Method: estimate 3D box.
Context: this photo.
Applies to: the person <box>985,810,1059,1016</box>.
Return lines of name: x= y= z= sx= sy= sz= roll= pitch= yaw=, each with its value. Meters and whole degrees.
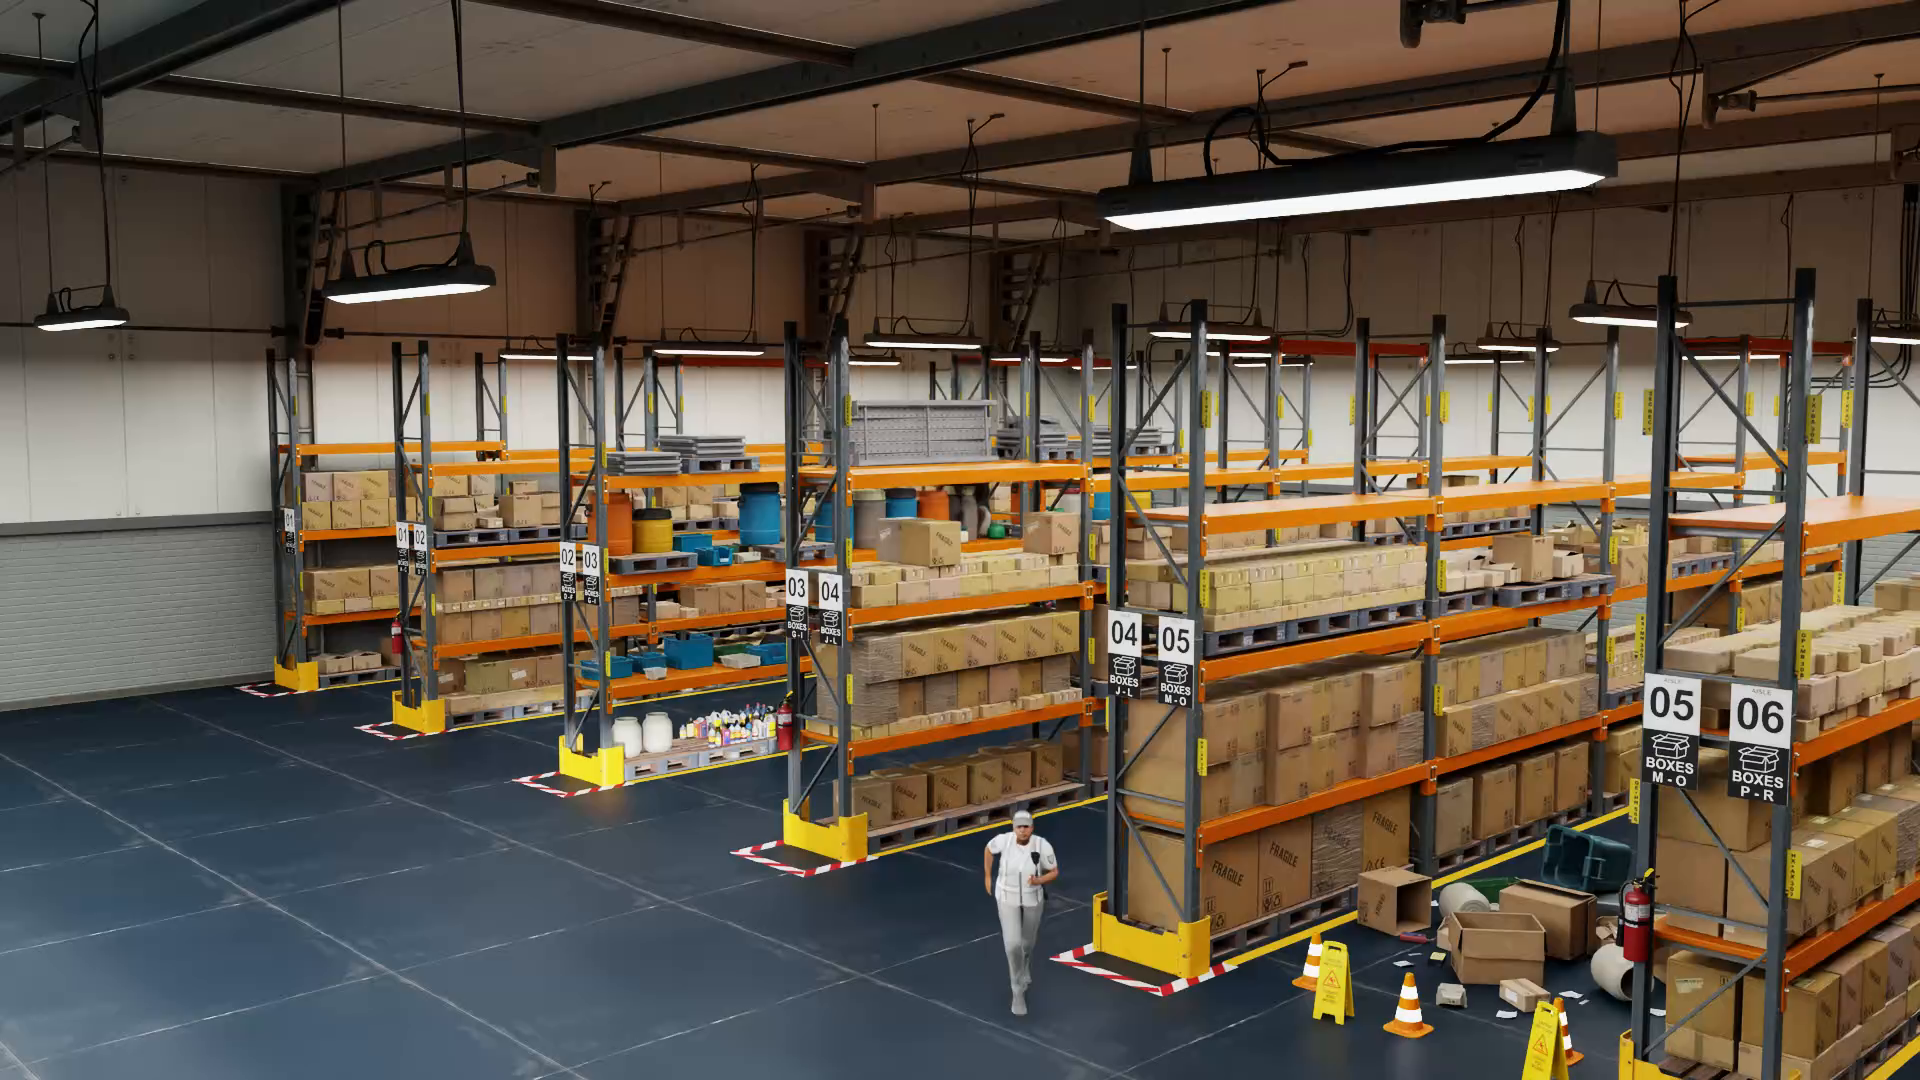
person: x=0.526 y=3.121 z=14.246 sx=0.627 sy=1.713 sz=0.853 roll=0 pitch=5 yaw=0
